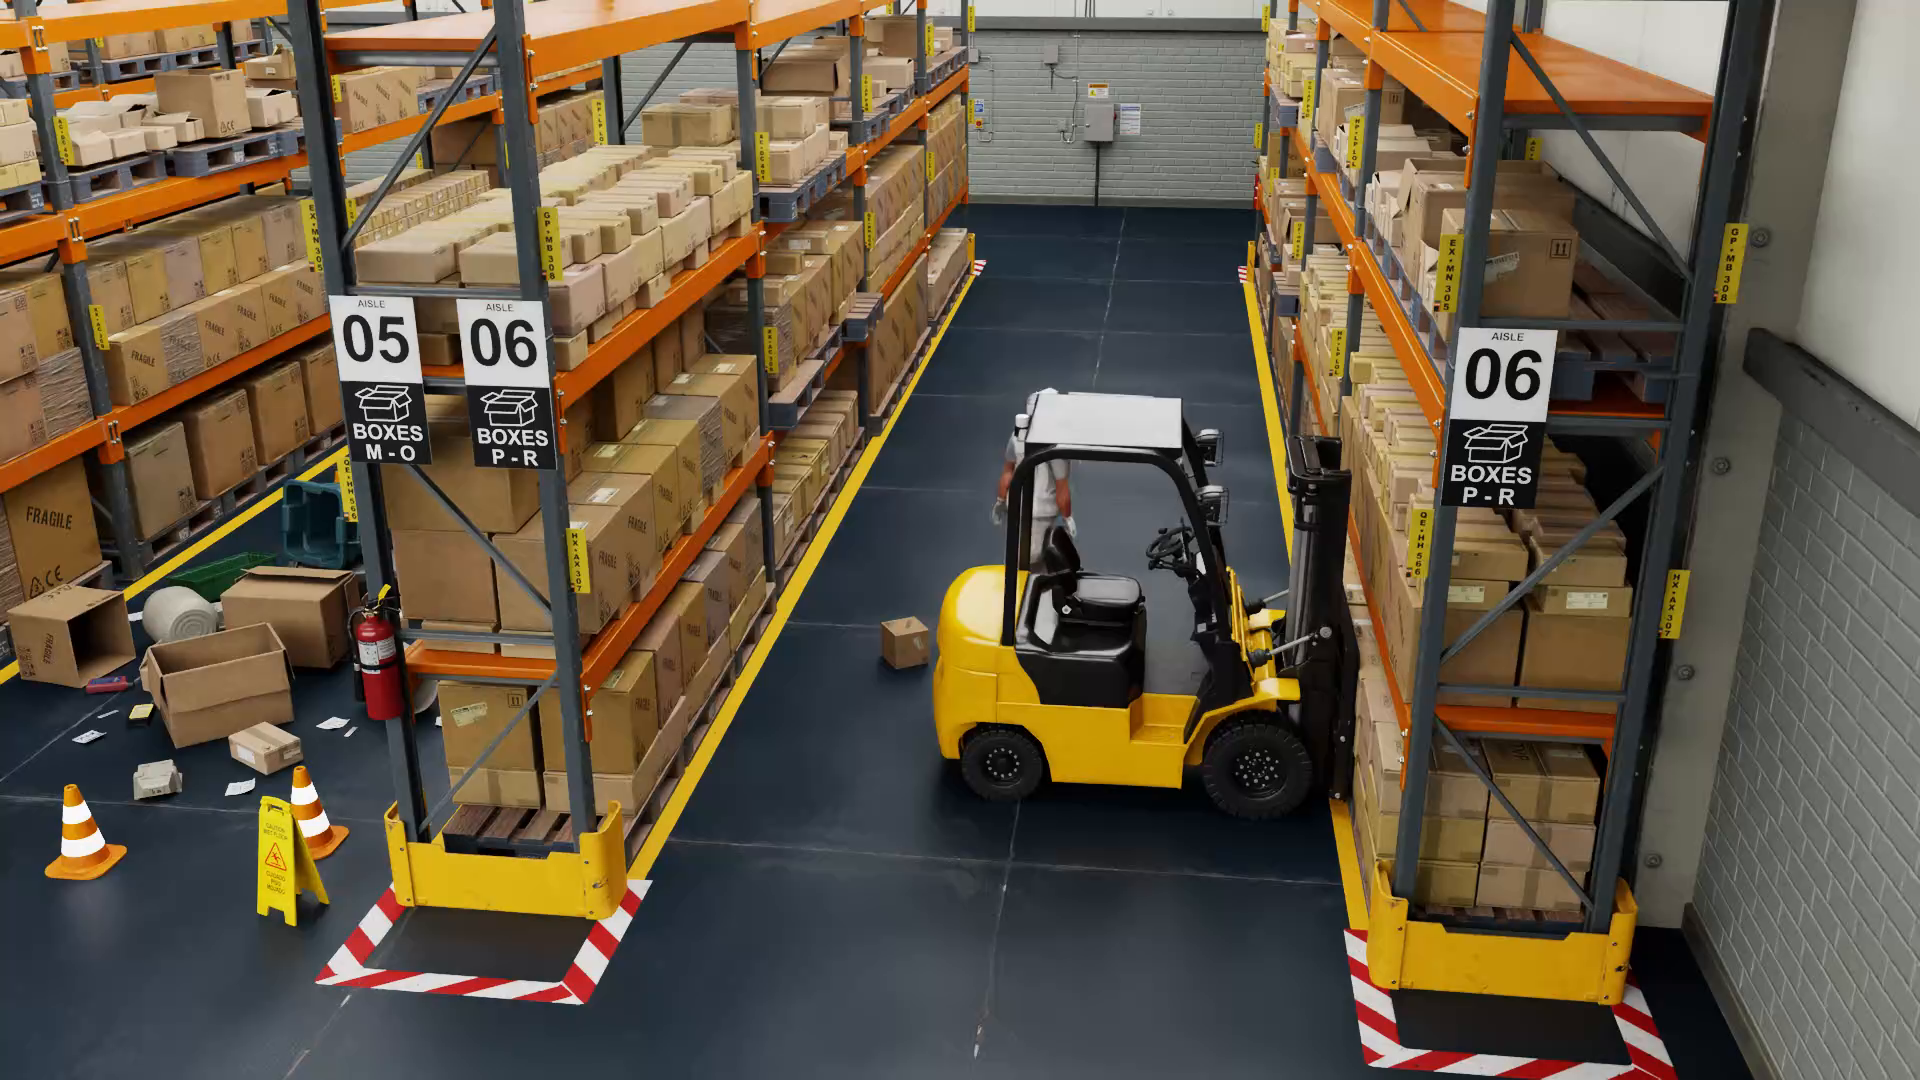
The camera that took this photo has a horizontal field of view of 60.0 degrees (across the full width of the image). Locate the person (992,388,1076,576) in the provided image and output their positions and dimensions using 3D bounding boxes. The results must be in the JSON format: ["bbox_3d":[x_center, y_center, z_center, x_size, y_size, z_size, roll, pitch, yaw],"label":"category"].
[{"bbox_3d":[0.569,-0.200,11.561,0.871,1.759,0.579,-12,24,-29],"label":"person"}]
